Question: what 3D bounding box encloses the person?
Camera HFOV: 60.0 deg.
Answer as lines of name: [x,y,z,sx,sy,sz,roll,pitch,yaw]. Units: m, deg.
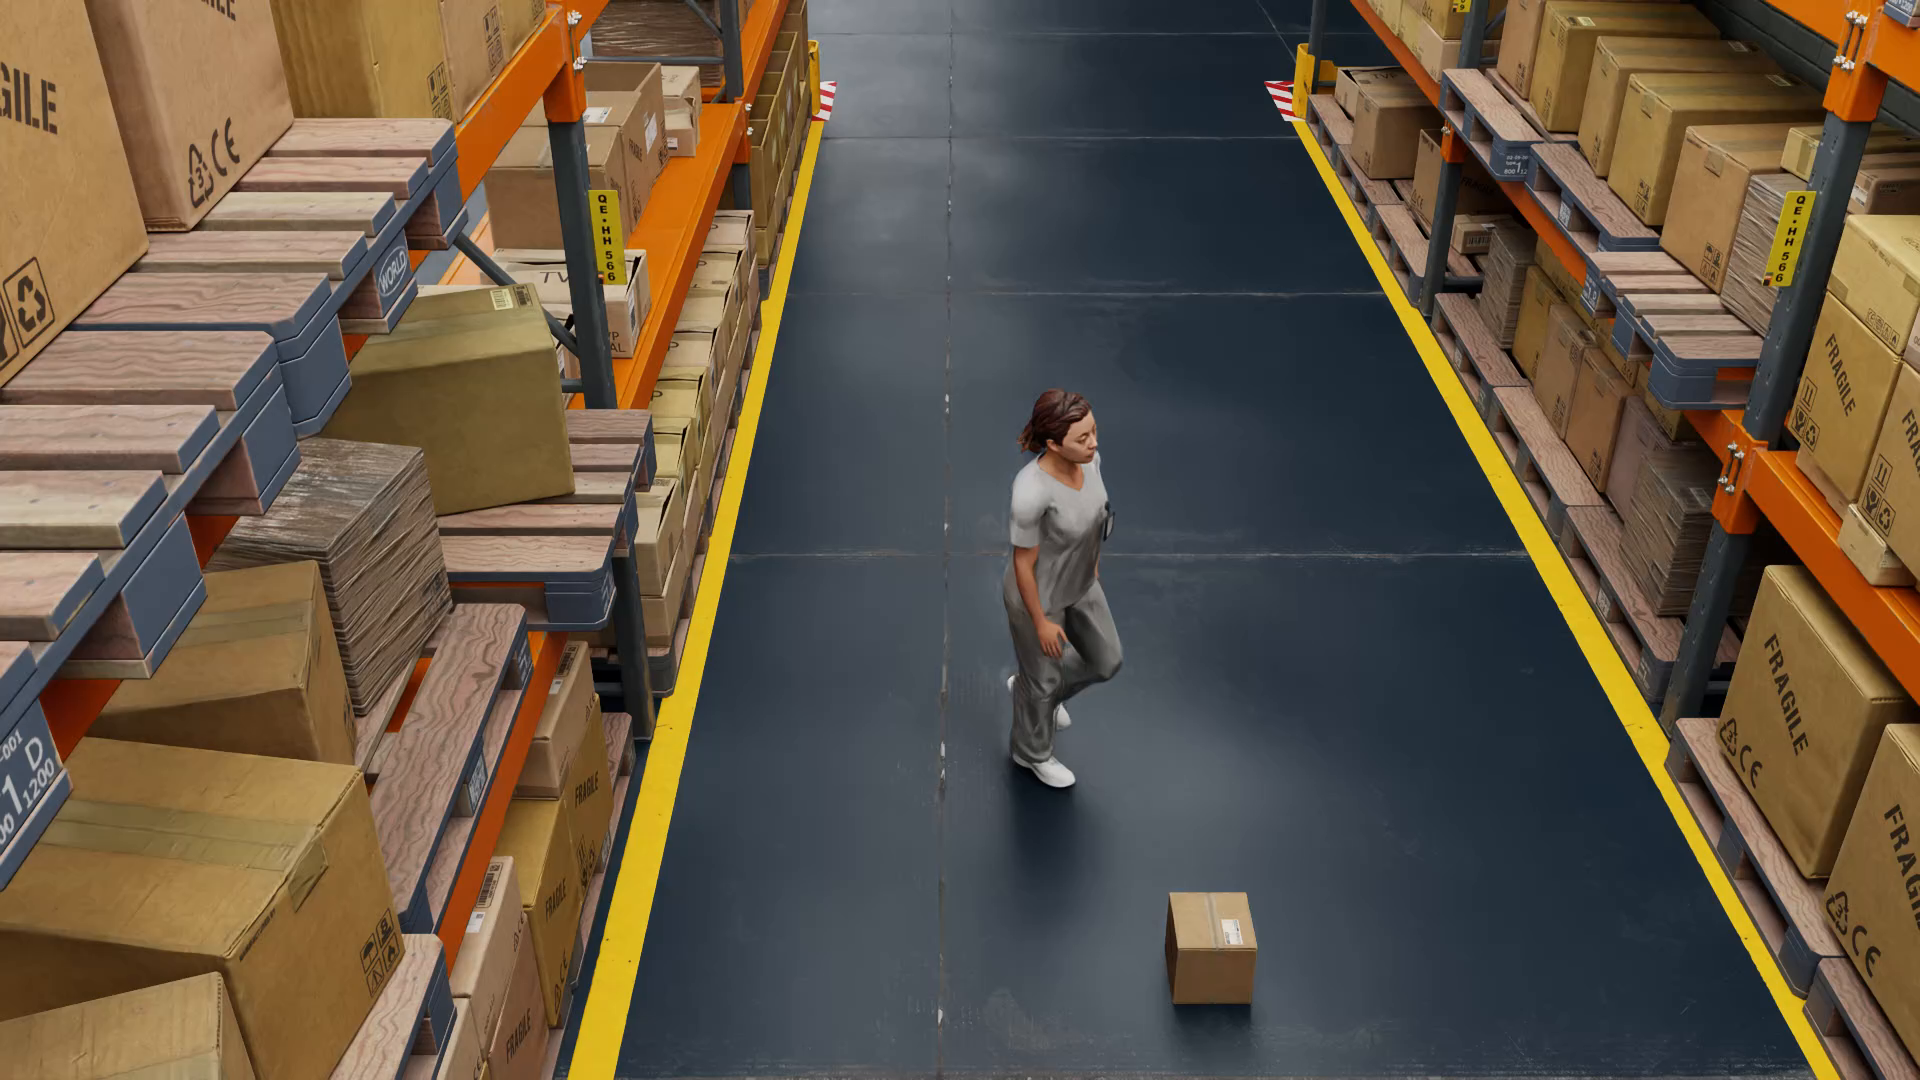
person: [0.293,0.158,5.861,0.495,1.650,0.519,25,40,35]
